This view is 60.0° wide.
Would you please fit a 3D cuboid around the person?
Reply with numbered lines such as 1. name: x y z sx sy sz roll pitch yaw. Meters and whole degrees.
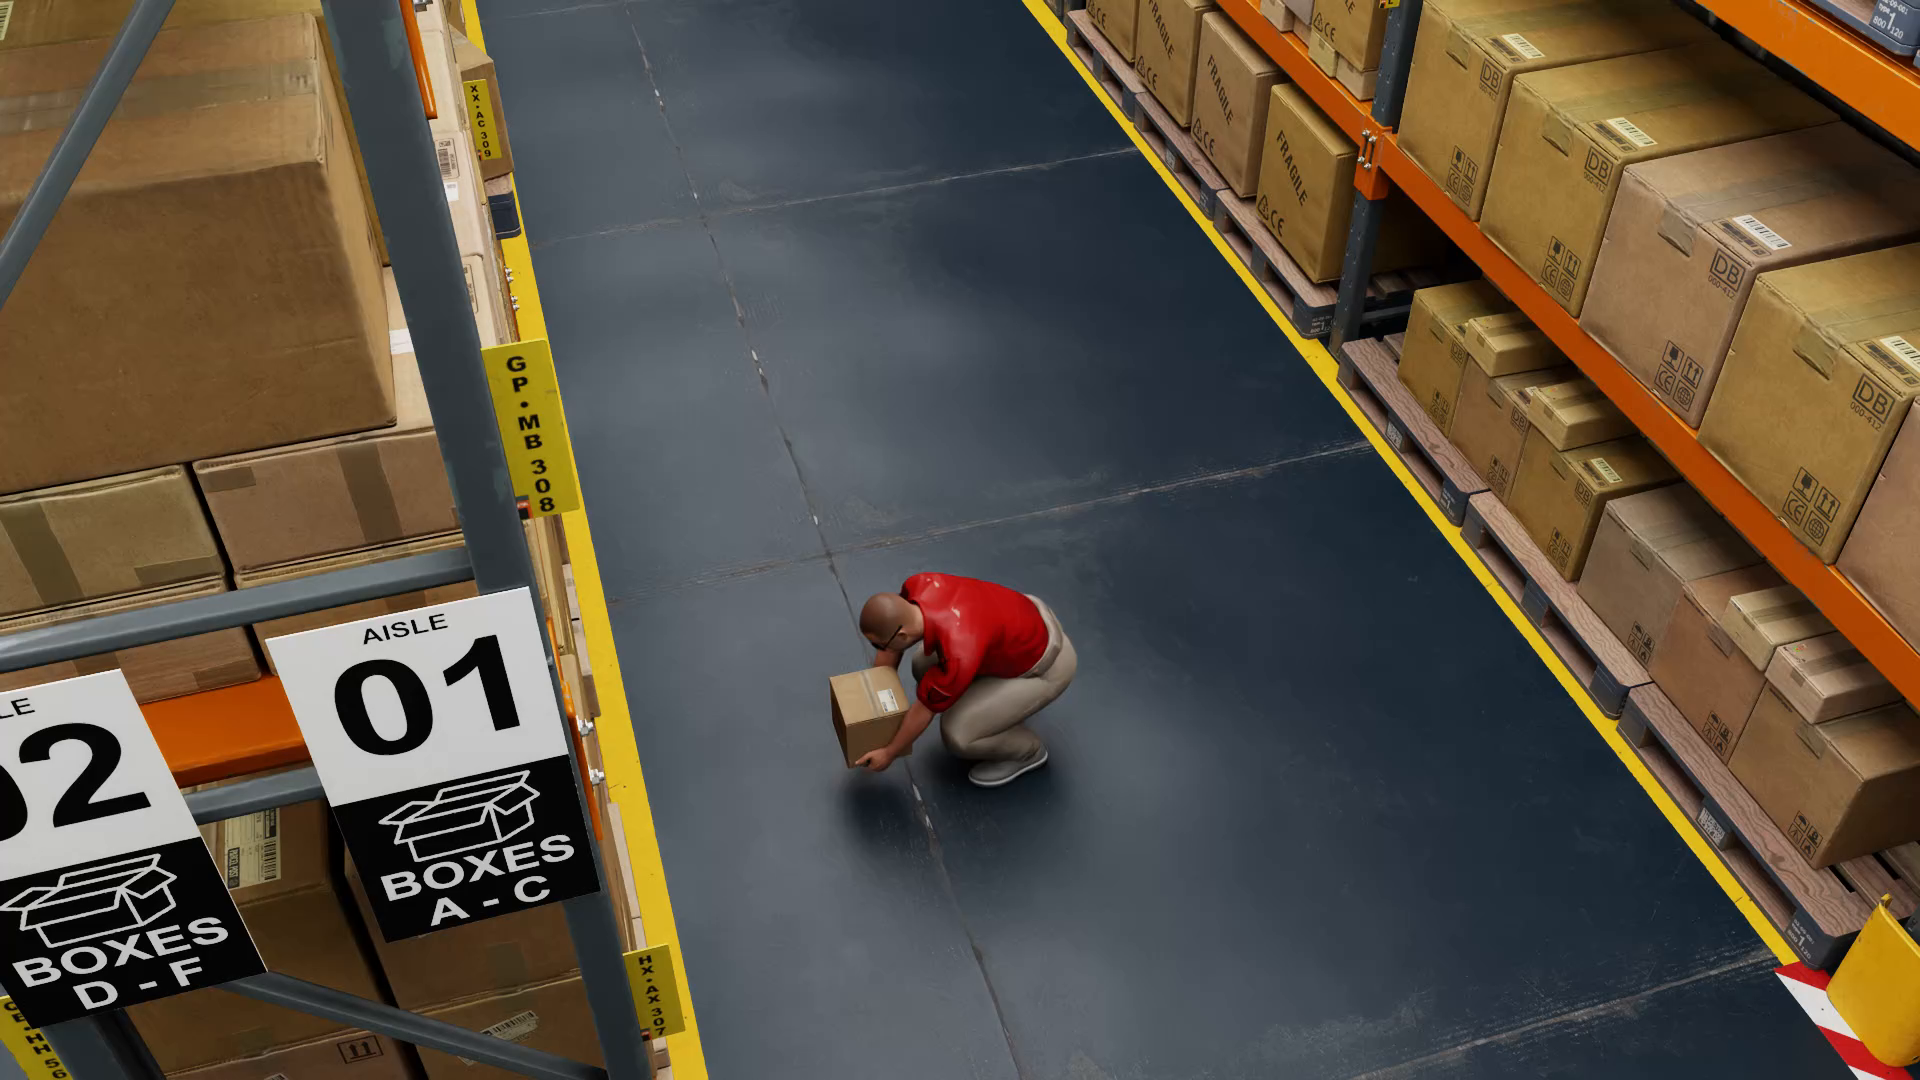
1. person: -0.004 0.478 6.209 0.895 0.985 0.533 -13 44 -14
